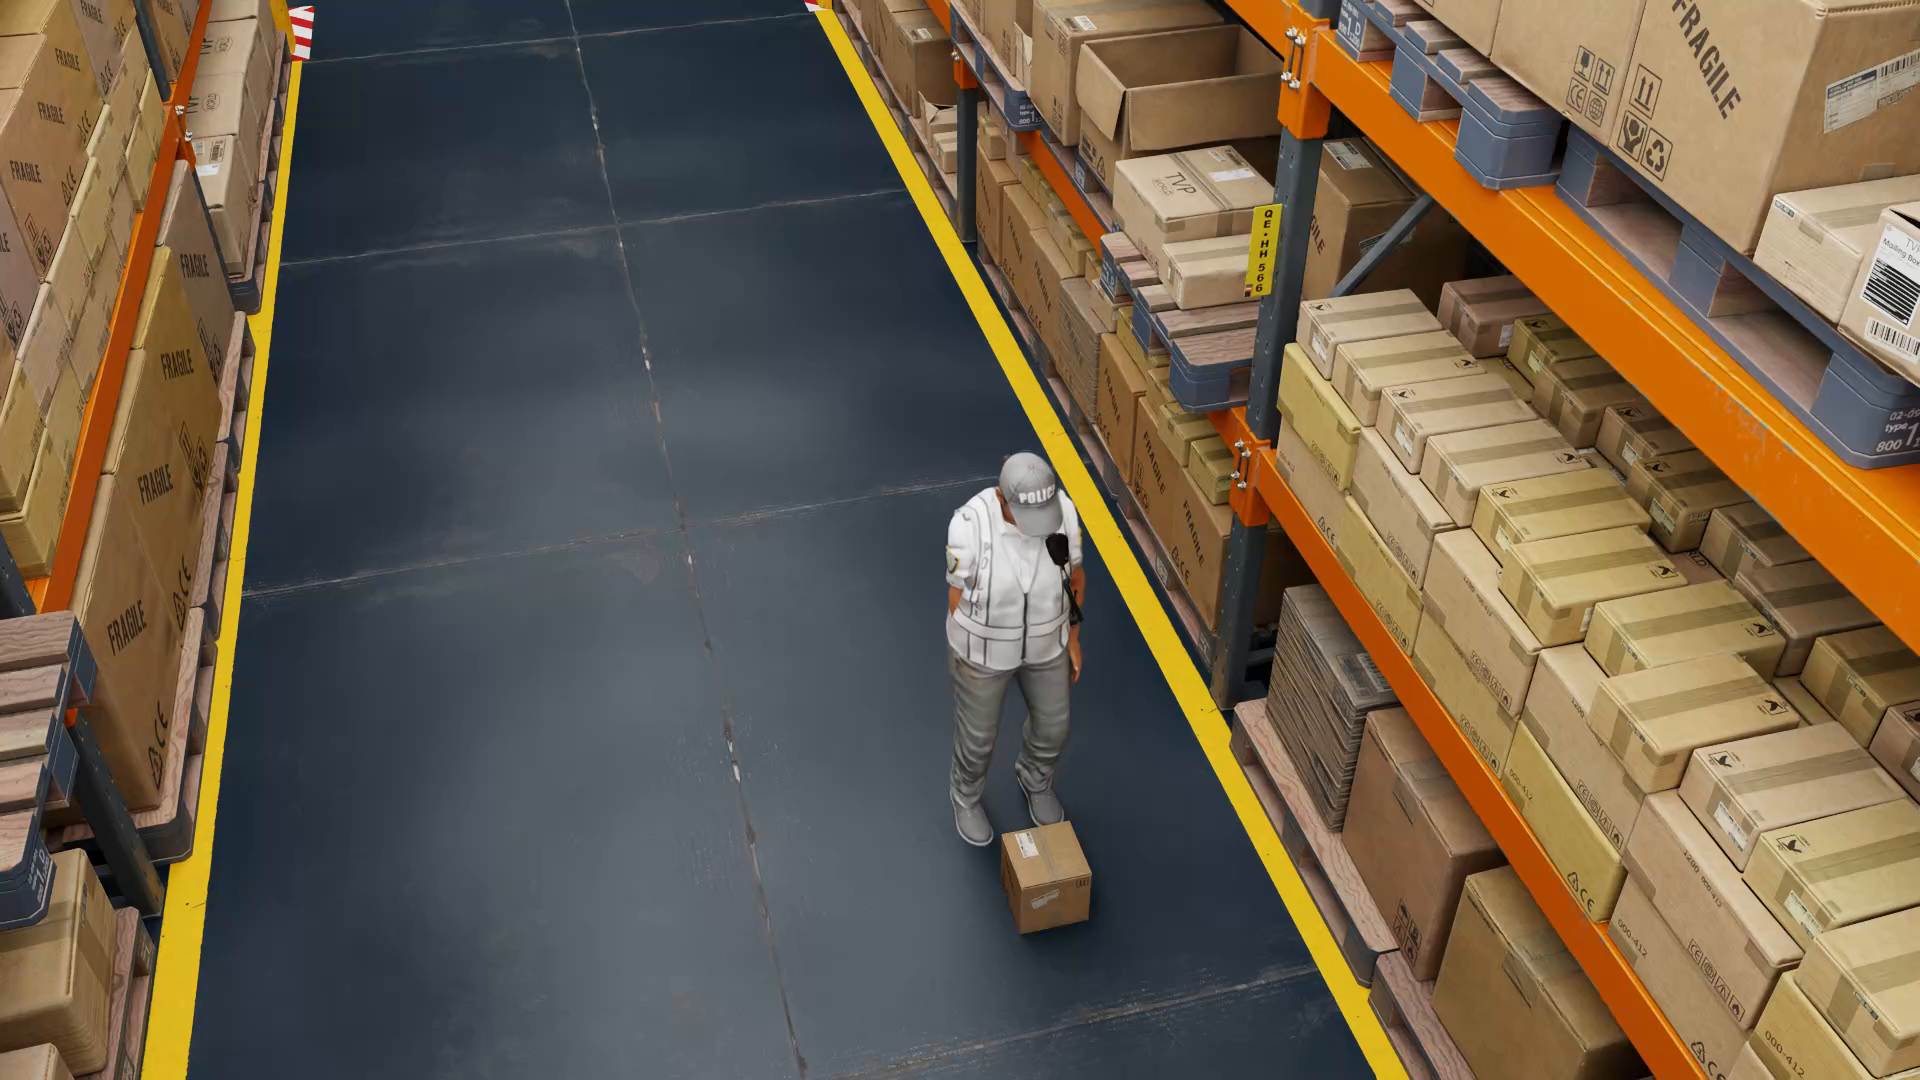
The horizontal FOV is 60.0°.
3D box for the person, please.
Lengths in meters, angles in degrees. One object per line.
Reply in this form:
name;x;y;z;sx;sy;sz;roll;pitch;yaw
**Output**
person;0.195;0.363;5.720;0.480;1.649;0.418;-10;39;-12
